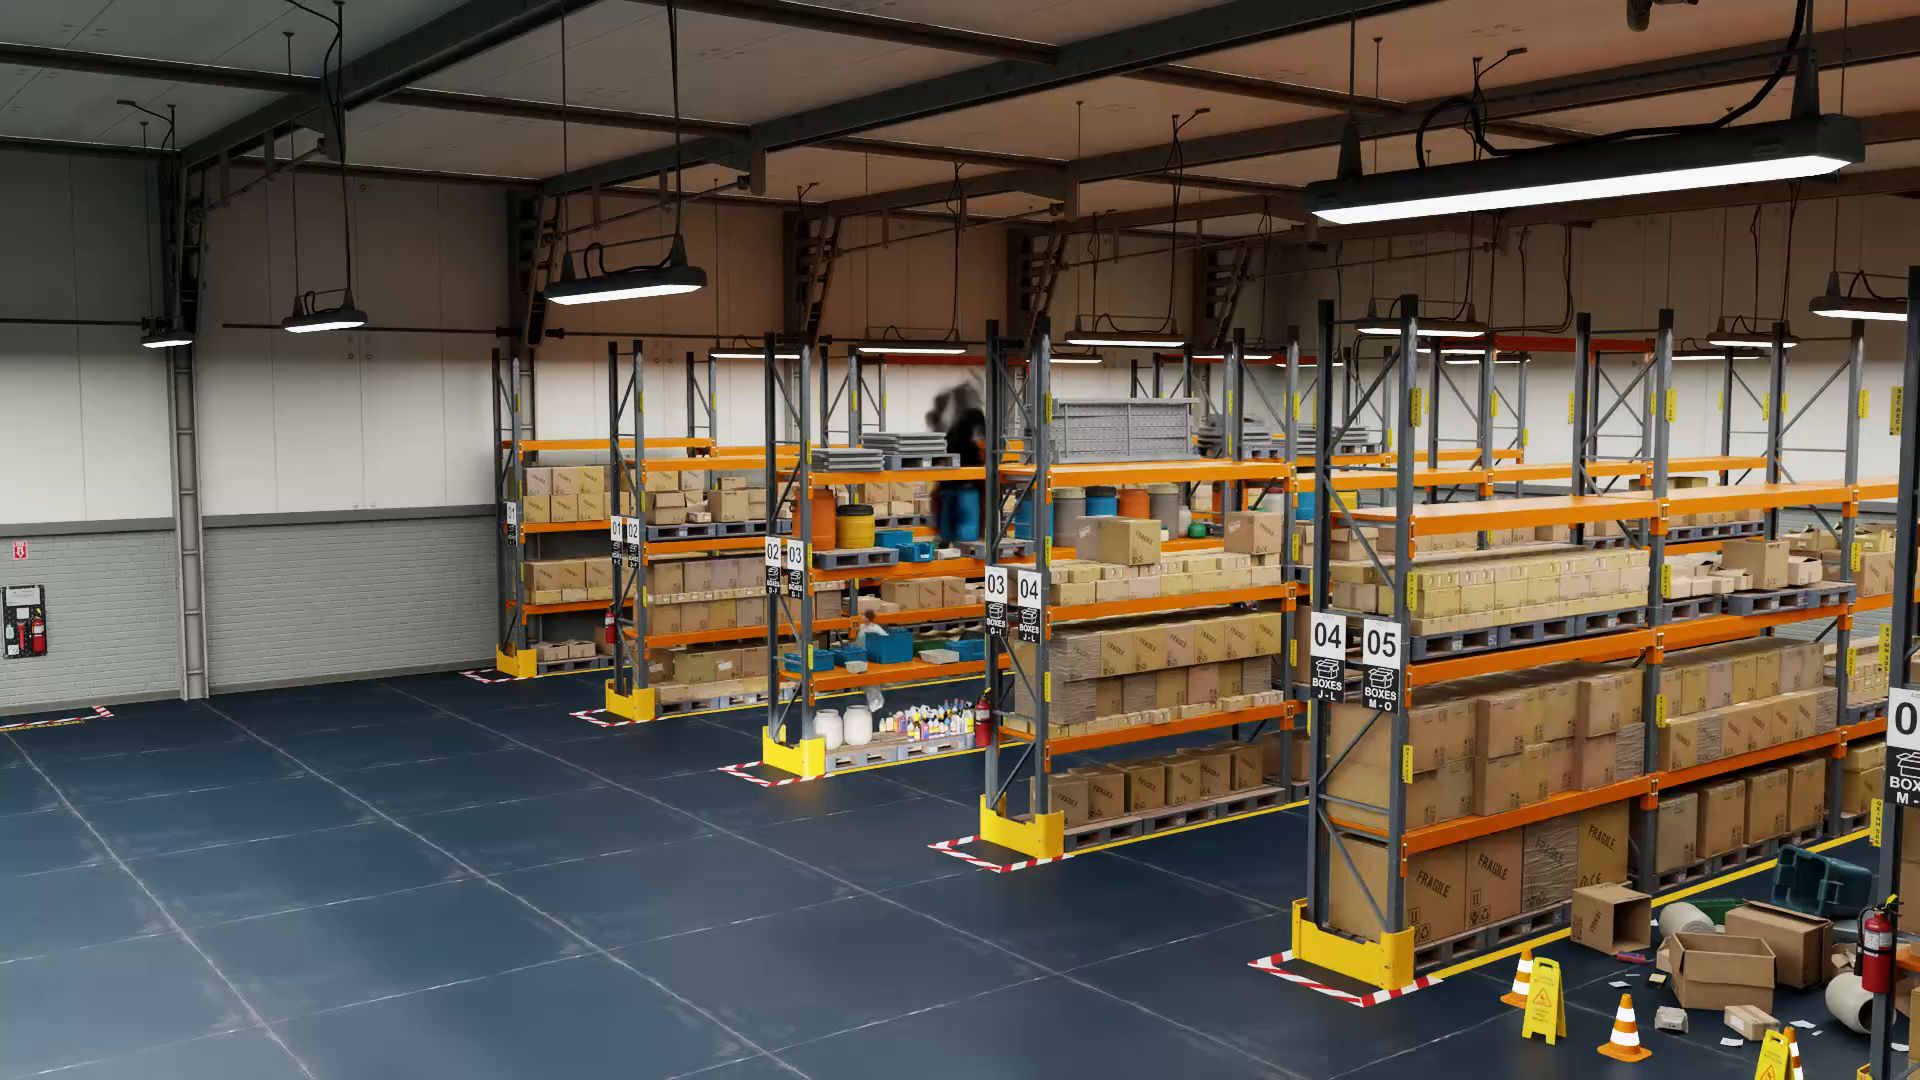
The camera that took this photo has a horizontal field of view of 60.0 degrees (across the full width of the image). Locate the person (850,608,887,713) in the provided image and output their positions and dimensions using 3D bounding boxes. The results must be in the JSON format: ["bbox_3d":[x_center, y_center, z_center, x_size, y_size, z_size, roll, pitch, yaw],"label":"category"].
[{"bbox_3d":[-1.414,1.853,25.424,0.639,1.623,0.510,-4,6,-37],"label":"person"}]
